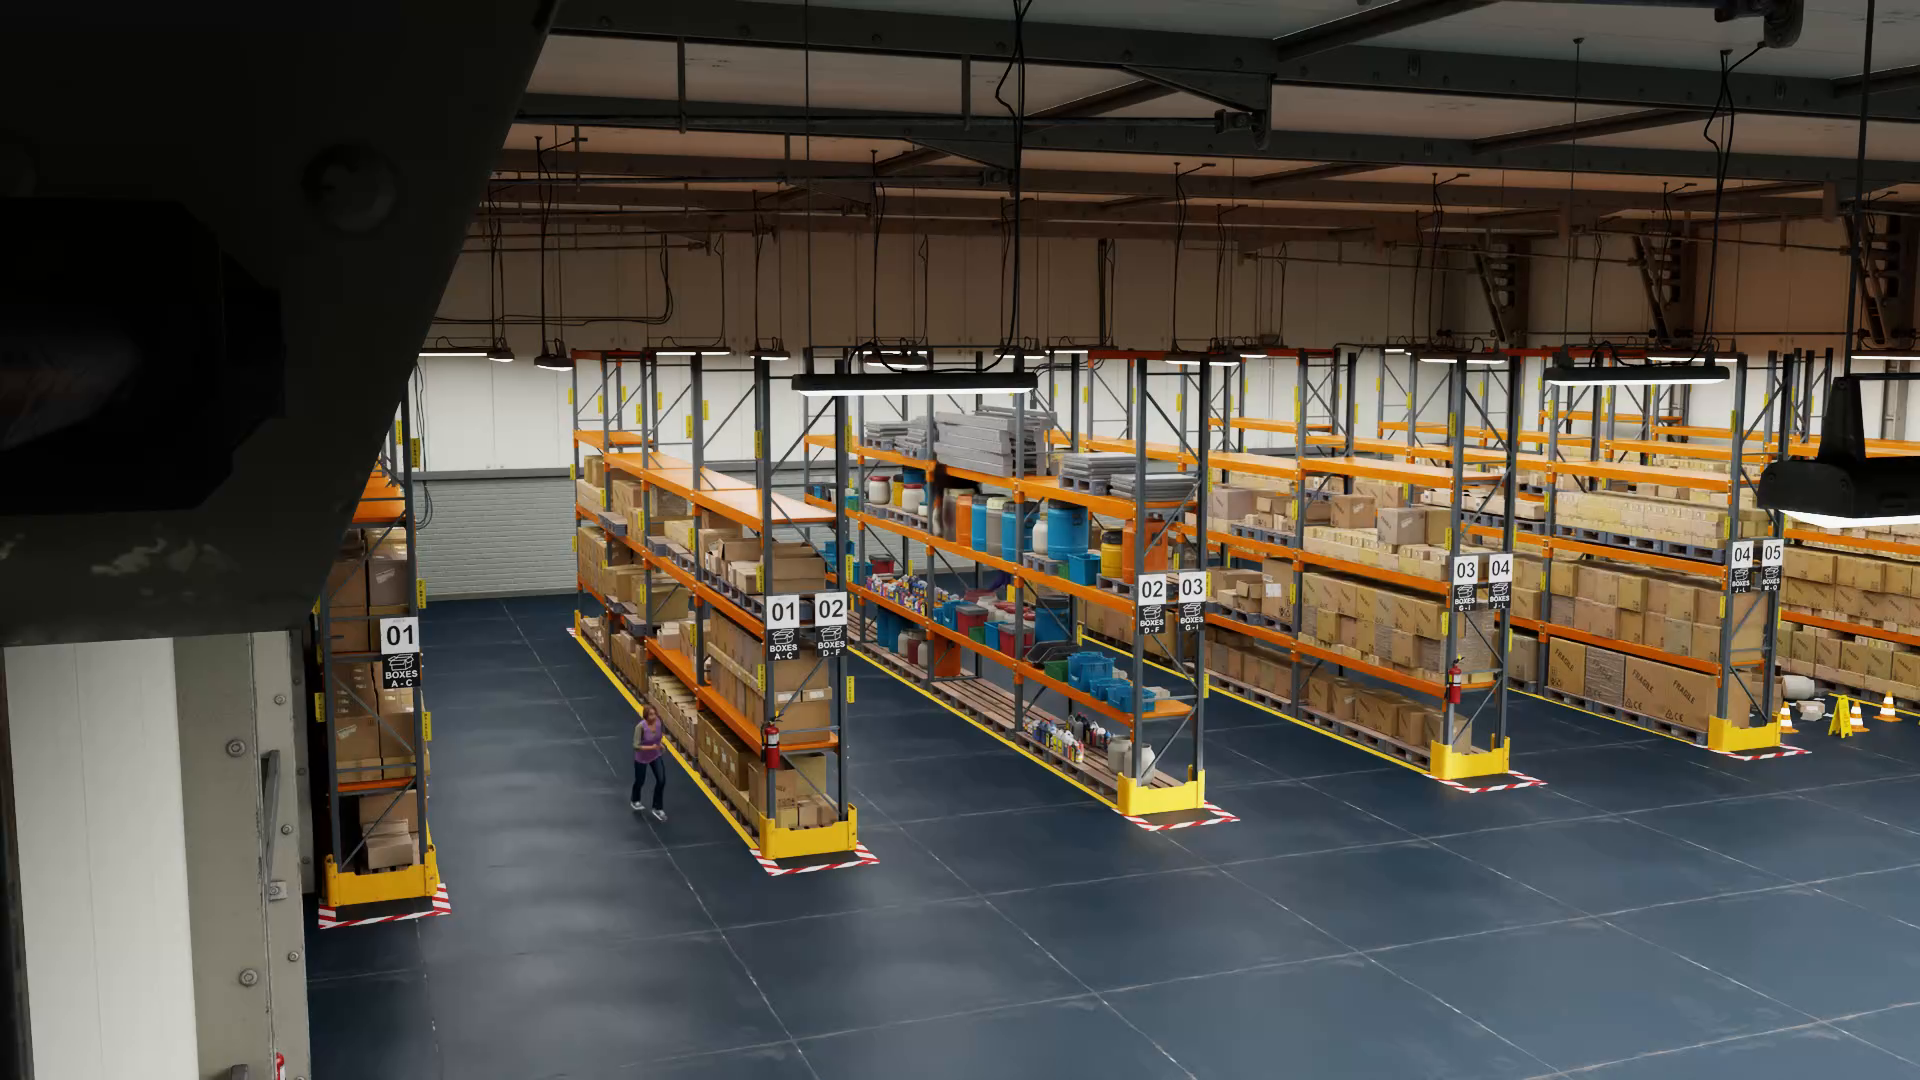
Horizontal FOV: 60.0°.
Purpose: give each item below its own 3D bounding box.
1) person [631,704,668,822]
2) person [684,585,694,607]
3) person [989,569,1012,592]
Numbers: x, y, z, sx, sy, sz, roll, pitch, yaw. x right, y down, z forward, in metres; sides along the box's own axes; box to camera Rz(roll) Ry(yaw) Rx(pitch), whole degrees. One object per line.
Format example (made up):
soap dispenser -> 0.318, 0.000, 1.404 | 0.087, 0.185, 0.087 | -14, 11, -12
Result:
person -> -4.064, 2.875, 21.693 | 0.533, 1.562, 0.904 | -5, 8, -33
person -> -5.863, 1.291, 34.999 | 0.608, 1.444, 1.158 | 0, 7, 0
person -> 1.083, 0.617, 40.018 | 0.863, 1.528, 0.676 | 6, 9, 40
